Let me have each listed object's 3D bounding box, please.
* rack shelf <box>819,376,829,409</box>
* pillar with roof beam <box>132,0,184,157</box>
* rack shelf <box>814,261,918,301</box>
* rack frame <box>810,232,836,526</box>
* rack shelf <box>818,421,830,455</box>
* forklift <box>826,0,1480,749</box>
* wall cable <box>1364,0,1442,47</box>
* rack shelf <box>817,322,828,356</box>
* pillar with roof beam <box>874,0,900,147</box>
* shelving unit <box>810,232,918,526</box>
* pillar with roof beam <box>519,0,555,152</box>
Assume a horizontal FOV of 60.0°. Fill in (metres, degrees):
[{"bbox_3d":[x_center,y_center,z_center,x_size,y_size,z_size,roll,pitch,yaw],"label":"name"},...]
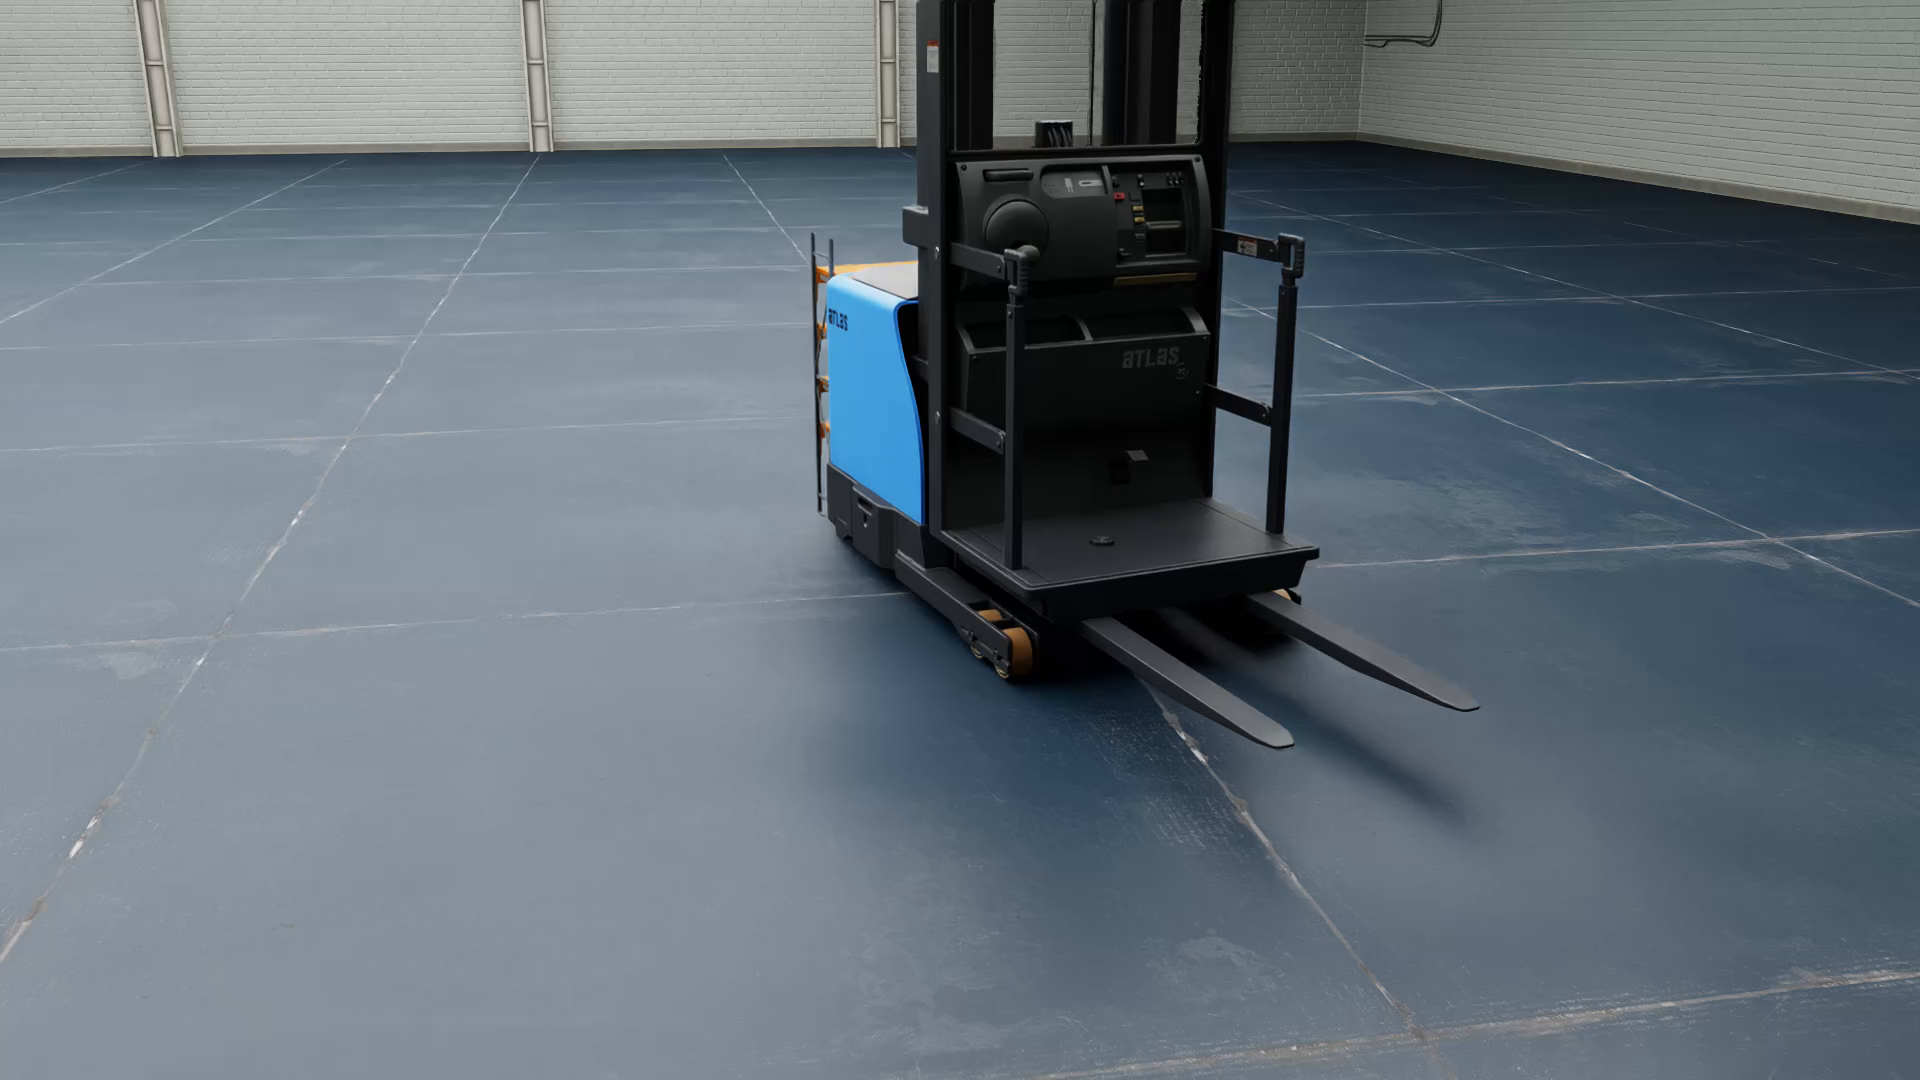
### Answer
[{"bbox_3d":[-0.340,-0.627,7.038,0.480,0.148,0.258,-8,19,-23],"label":"rack shelf"},{"bbox_3d":[-12.248,-9.406,22.108,0.400,9.000,9.100,-3,17,-10],"label":"pillar with roof beam"},{"bbox_3d":[-0.340,-1.067,6.903,0.480,0.148,0.258,-8,19,-23],"label":"rack shelf"},{"bbox_3d":[-0.562,-0.662,6.922,0.015,1.200,0.240,-8,19,-23],"label":"rack frame"},{"bbox_3d":[-0.340,-0.437,7.097,0.480,0.148,0.258,-8,19,-23],"label":"rack shelf"},{"bbox_3d":[0.513,-1.097,5.391,1.130,2.935,3.031,-7,19,-23],"label":"forklift"},{"bbox_3d":[7.752,-9.948,29.162,0.112,2.526,3.097,-3,17,-10],"label":"wall cable"},{"bbox_3d":[-0.340,-0.841,6.973,0.480,0.148,0.258,-8,19,-23],"label":"rack shelf"},{"bbox_3d":[-0.466,-10.074,24.285,0.400,9.000,9.100,-3,17,-10],"label":"pillar with roof beam"},{"bbox_3d":[-0.340,-0.691,7.019,0.503,1.200,0.258,-8,19,-23],"label":"shelving unit"},{"bbox_3d":[-6.357,-9.740,23.196,0.400,9.000,9.100,-3,17,-10],"label":"pillar with roof beam"}]
